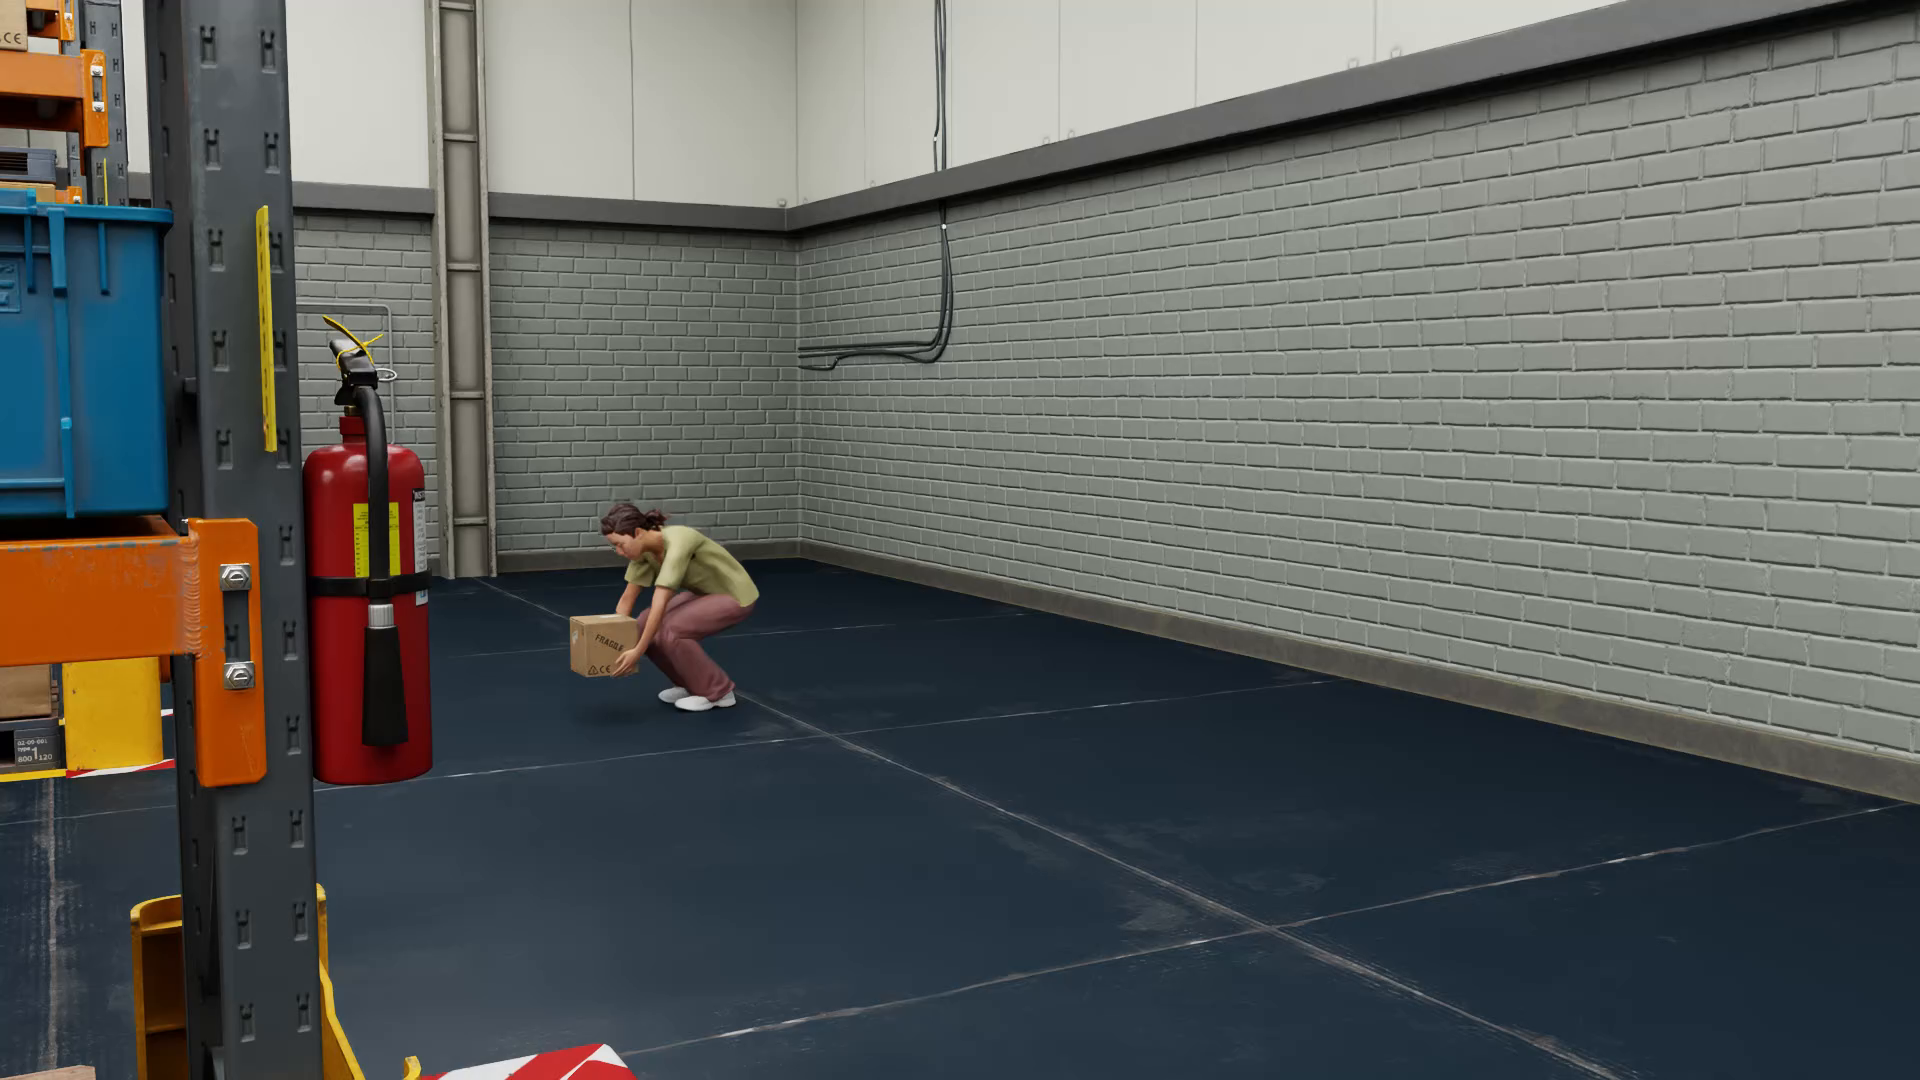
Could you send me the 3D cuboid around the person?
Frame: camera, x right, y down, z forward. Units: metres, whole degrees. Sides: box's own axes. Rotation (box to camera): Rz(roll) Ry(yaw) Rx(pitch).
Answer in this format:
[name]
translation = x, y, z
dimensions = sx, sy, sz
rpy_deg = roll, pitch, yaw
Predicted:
[person]
translation = -1.328, 0.308, 7.880
dimensions = 0.774, 0.991, 0.497
rpy_deg = -3, 6, -29
